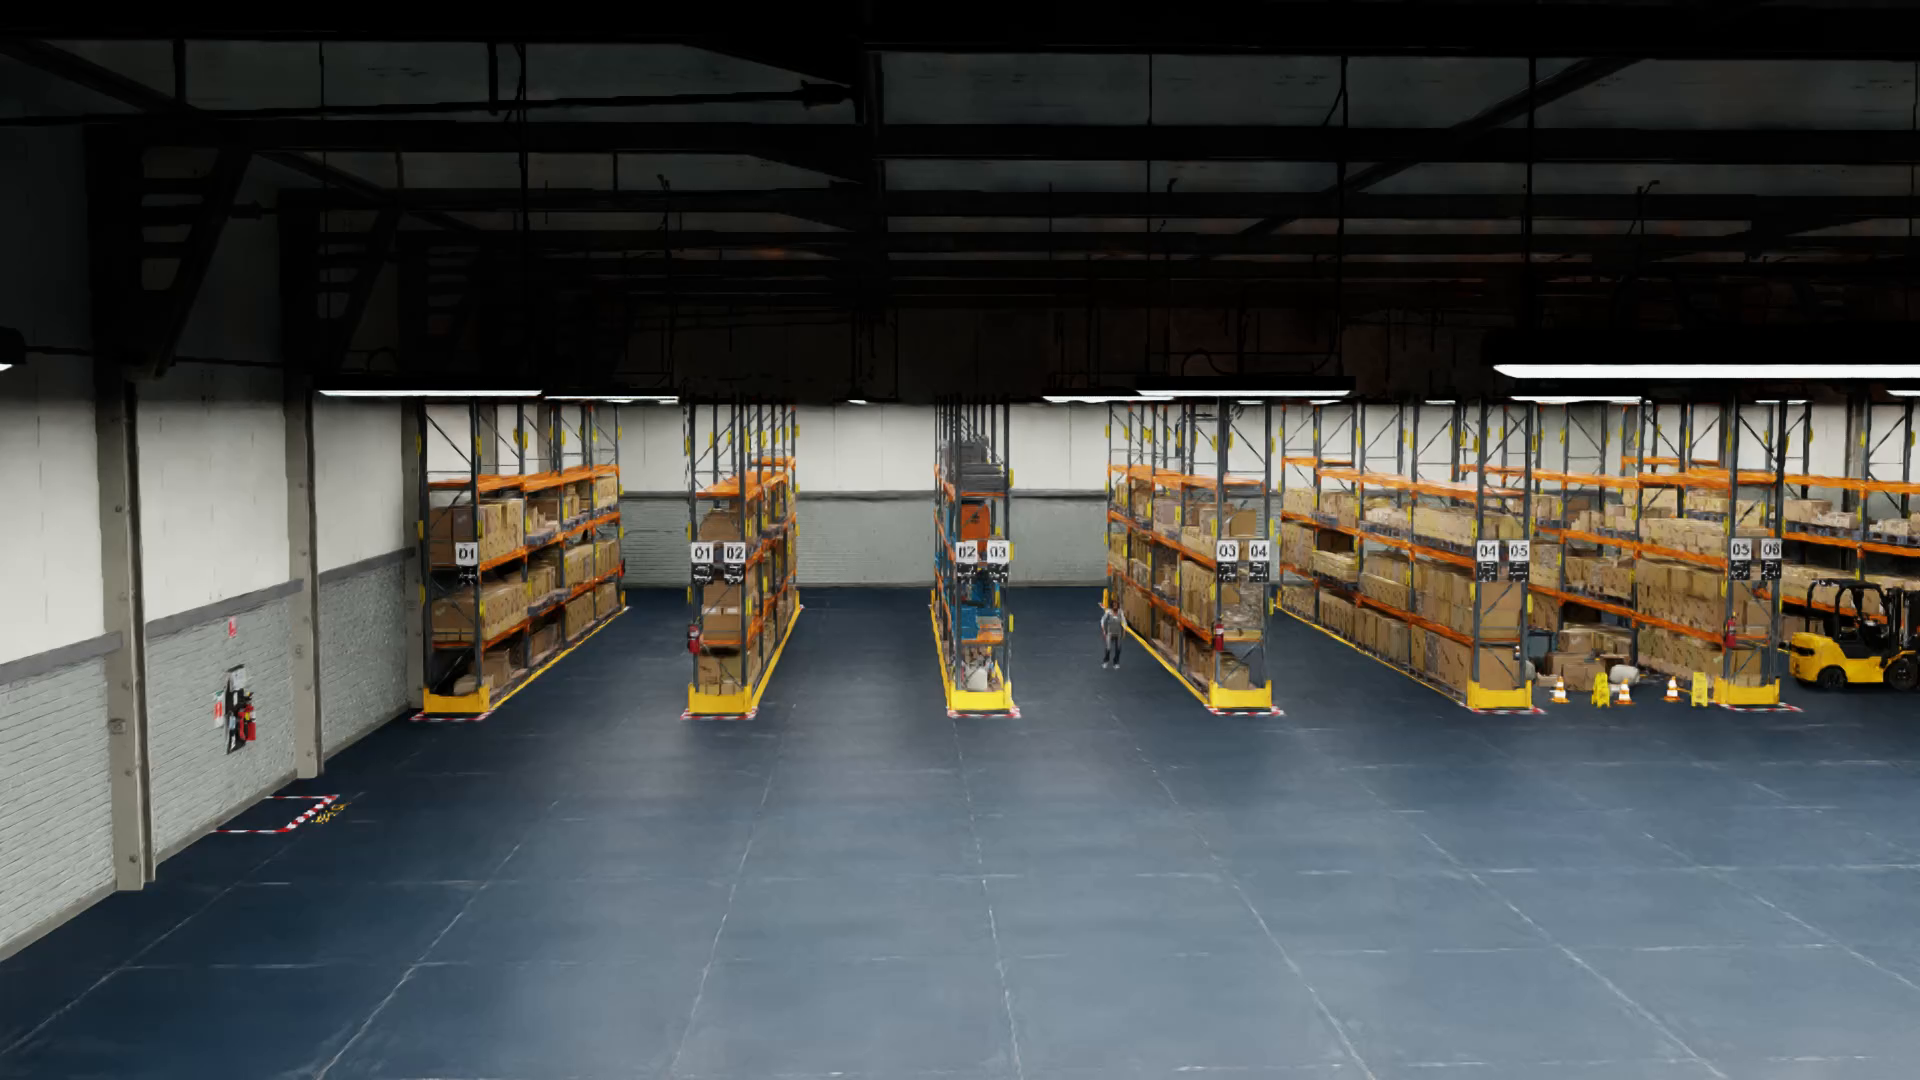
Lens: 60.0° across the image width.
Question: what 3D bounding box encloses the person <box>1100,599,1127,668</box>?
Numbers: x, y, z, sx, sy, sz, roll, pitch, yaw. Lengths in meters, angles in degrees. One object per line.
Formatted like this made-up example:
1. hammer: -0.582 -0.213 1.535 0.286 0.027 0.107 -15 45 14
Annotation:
1. person: 3.357 2.046 36.394 0.566 1.541 0.519 0 5 -5

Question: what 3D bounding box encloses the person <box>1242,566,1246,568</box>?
1. person: 8.438 0.828 50.808 0.677 1.670 0.530 0 5 -4

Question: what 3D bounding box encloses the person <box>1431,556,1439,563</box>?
1. person: 12.804 1.246 44.911 0.411 1.803 0.612 1 5 15

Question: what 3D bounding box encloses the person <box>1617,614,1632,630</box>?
1. person: 16.746 1.455 42.098 0.580 1.763 0.673 2 5 28
